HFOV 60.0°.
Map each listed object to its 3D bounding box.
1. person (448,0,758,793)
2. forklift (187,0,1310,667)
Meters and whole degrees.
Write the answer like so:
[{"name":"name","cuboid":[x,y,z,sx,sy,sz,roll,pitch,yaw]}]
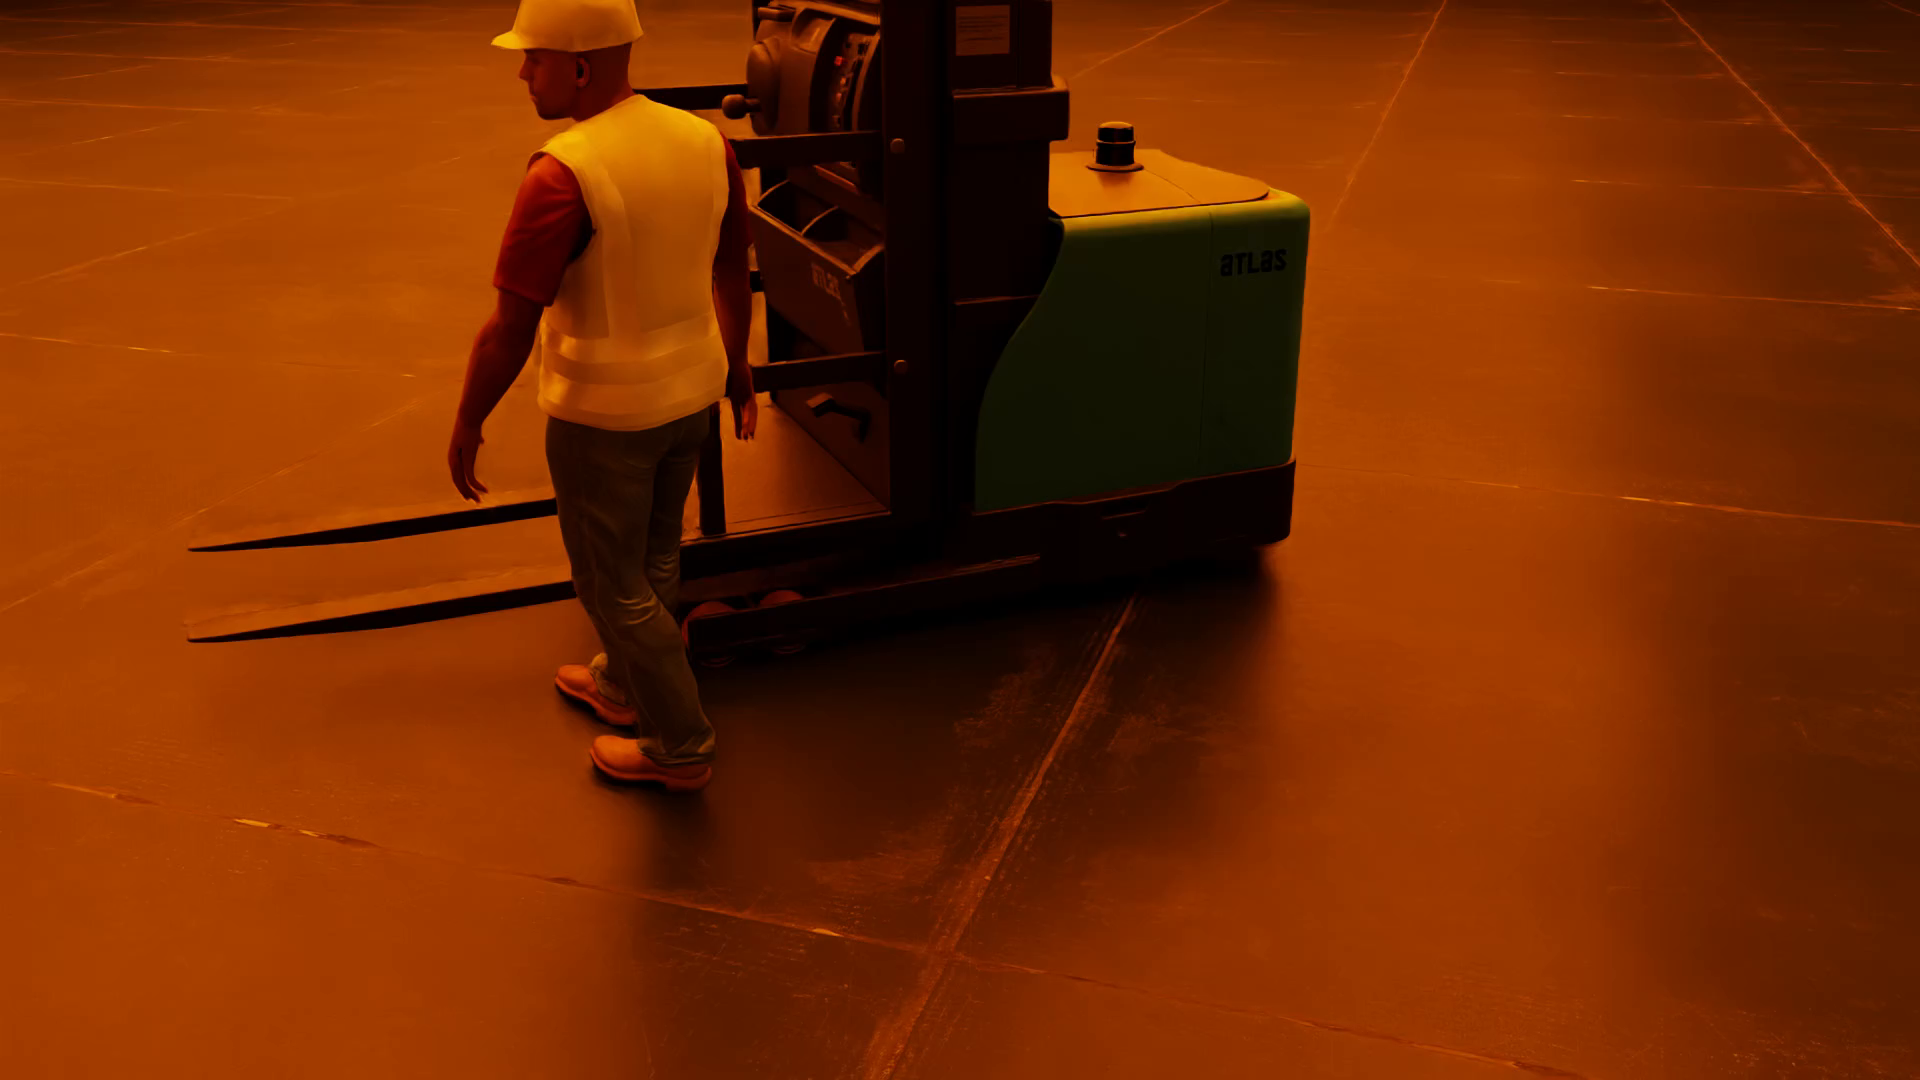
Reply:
[{"name":"person","cuboid":[-0.816,-0.321,3.610,0.649,1.753,0.744,13,26,28]},{"name":"forklift","cuboid":[-0.576,-1.253,4.315,3.031,2.935,1.130,-9,24,-21]}]
